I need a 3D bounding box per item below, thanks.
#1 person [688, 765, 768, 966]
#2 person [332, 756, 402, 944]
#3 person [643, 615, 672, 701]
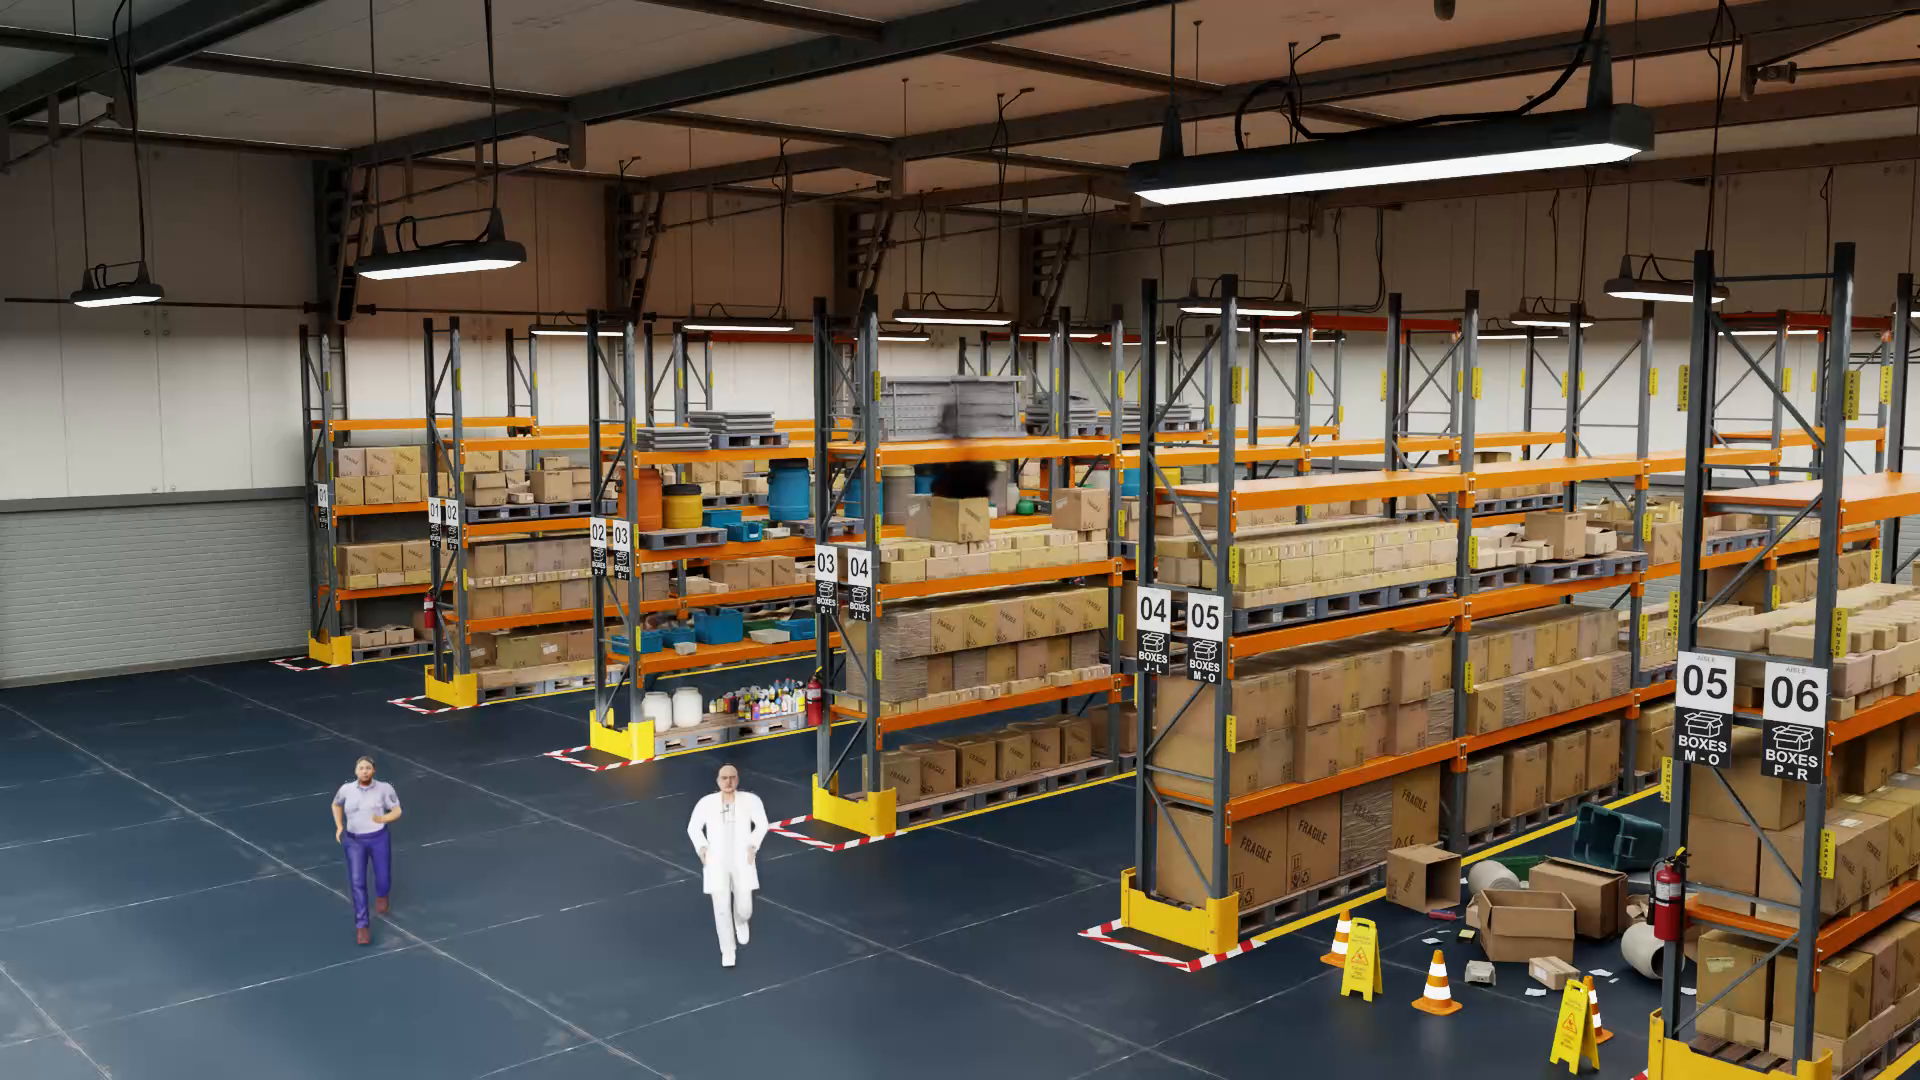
[{"bbox_3d":[-2.034,2.829,14.619,0.707,1.724,0.669,-1,6,-8],"label":"person"},{"bbox_3d":[-5.462,2.794,15.335,0.613,1.625,0.929,-2,6,-19],"label":"person"},{"bbox_3d":[-4.587,1.890,24.781,0.541,1.567,0.530,5,8,41],"label":"person"}]
